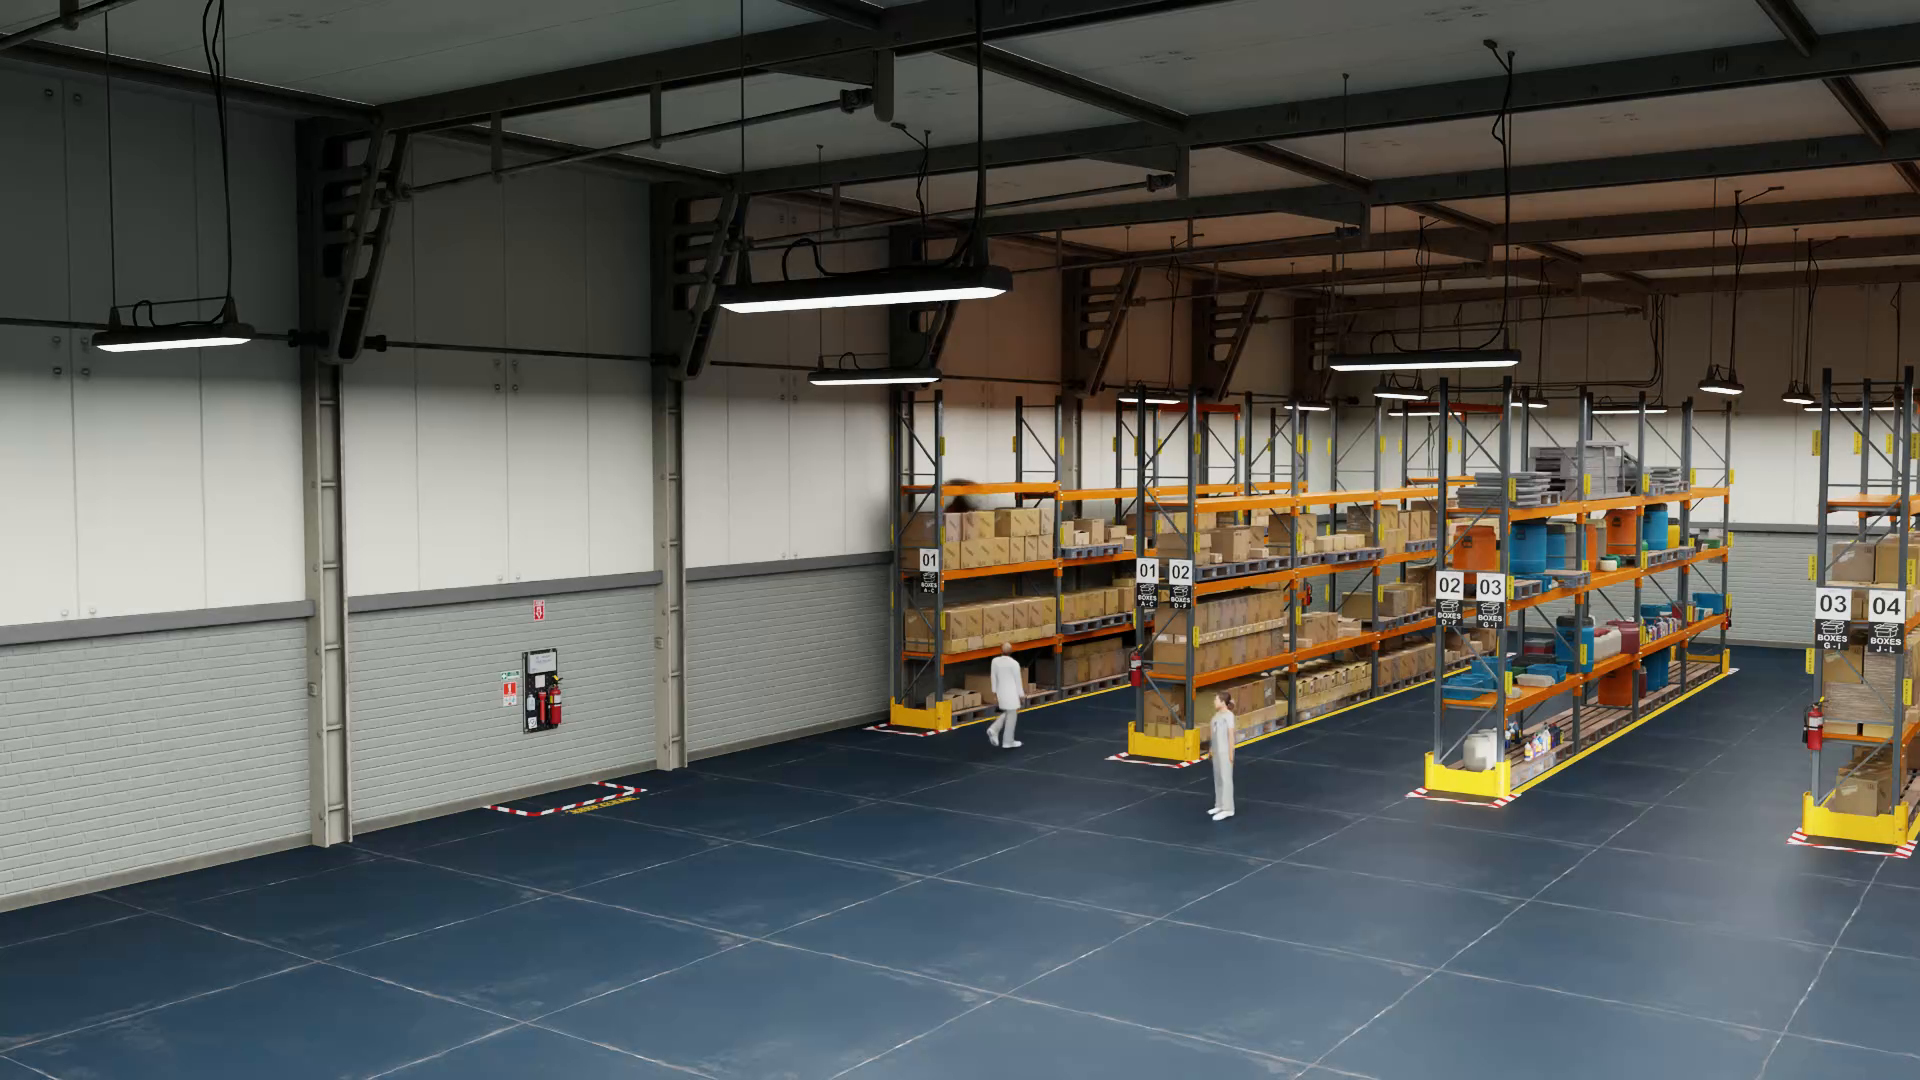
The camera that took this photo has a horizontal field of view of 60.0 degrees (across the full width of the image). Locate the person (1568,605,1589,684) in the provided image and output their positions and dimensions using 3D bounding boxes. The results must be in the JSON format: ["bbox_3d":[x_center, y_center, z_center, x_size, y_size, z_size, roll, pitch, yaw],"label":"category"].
[{"bbox_3d":[12.650,2.193,34.315,1.056,1.718,0.532,-3,5,-45],"label":"person"}]

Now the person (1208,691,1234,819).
[{"bbox_3d":[3.539,2.896,22.549,0.450,1.683,0.550,-1,3,-21],"label":"person"}]

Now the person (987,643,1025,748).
[{"bbox_3d":[0.762,2.559,27.478,0.603,1.756,0.587,-2,4,-30],"label":"person"}]
